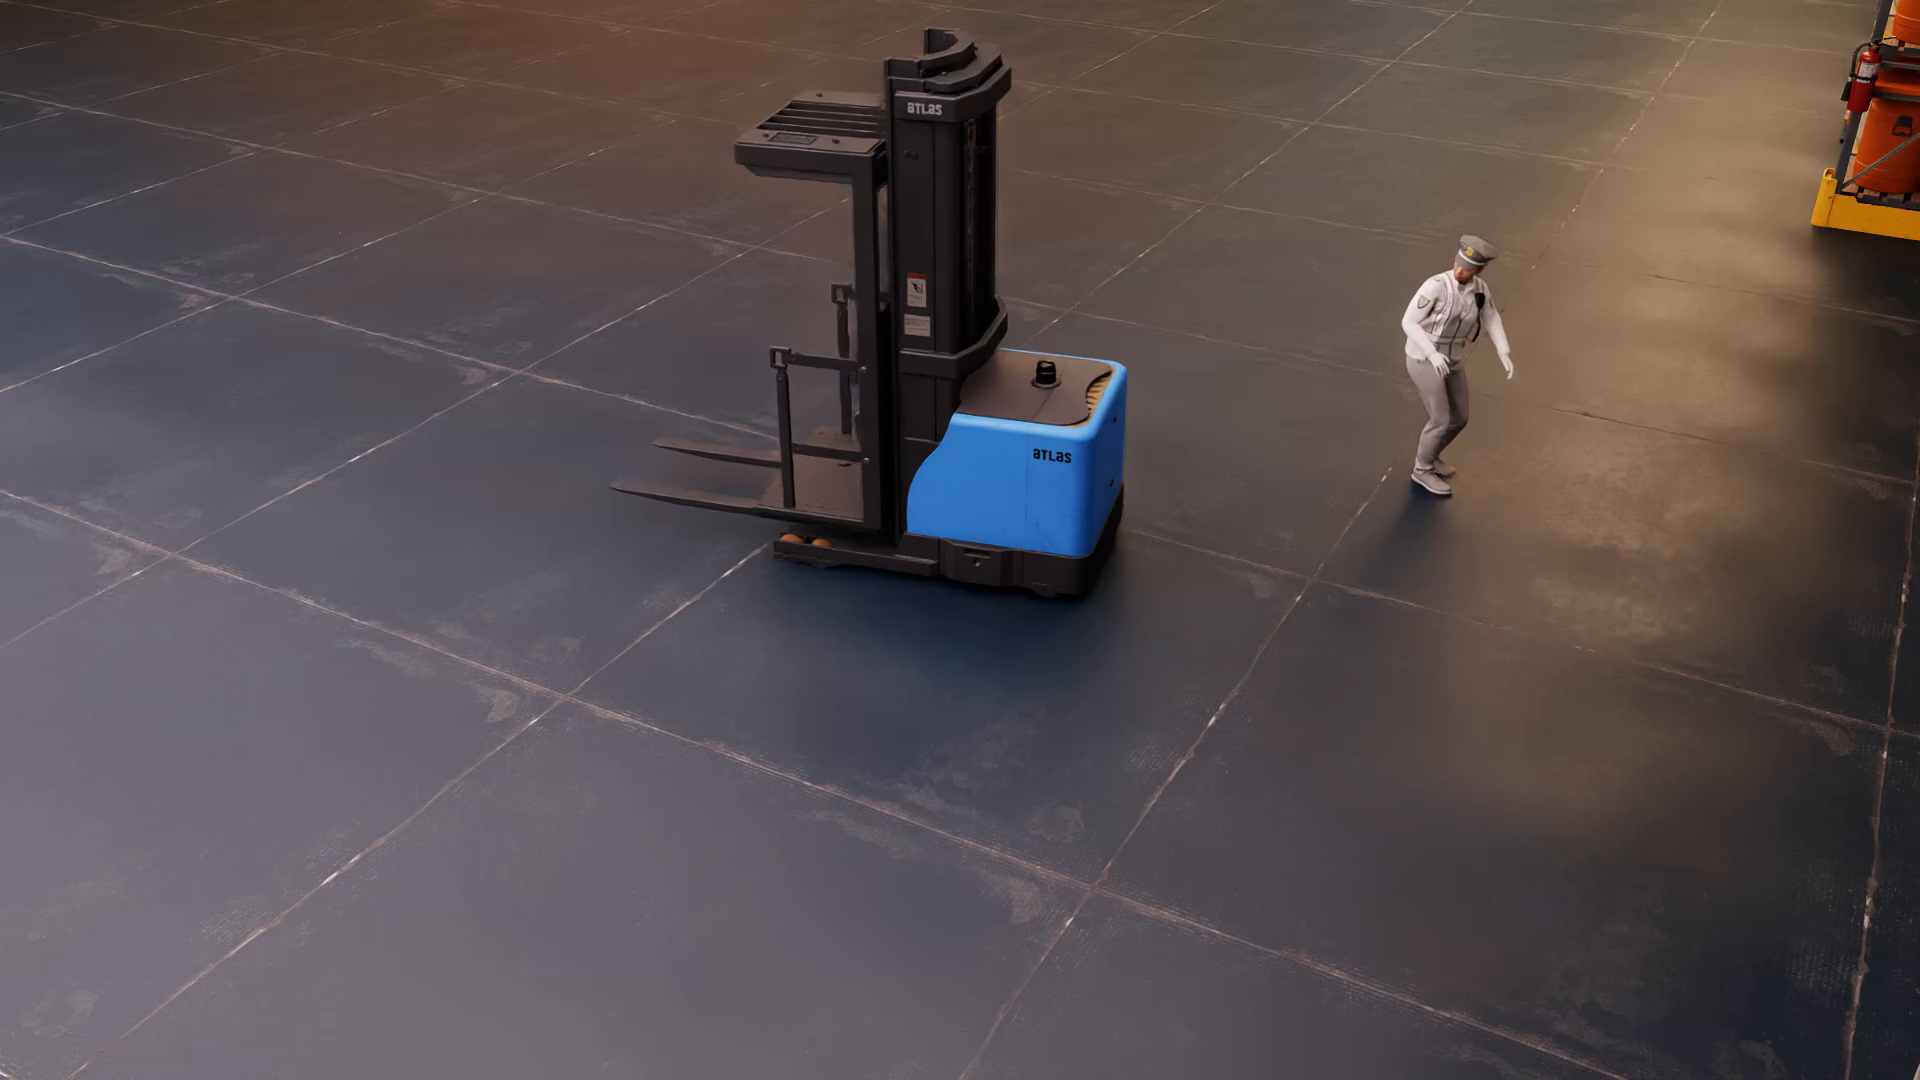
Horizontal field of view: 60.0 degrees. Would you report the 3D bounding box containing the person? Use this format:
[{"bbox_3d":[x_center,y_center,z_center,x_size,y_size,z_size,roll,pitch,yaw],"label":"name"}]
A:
[{"bbox_3d":[3.054,-1.132,10.298,0.630,1.670,0.412,-13,33,-22],"label":"person"}]

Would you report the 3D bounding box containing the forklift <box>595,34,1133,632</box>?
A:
[{"bbox_3d":[-0.540,-1.110,8.993,3.031,2.935,1.130,-15,33,-25],"label":"forklift"}]
